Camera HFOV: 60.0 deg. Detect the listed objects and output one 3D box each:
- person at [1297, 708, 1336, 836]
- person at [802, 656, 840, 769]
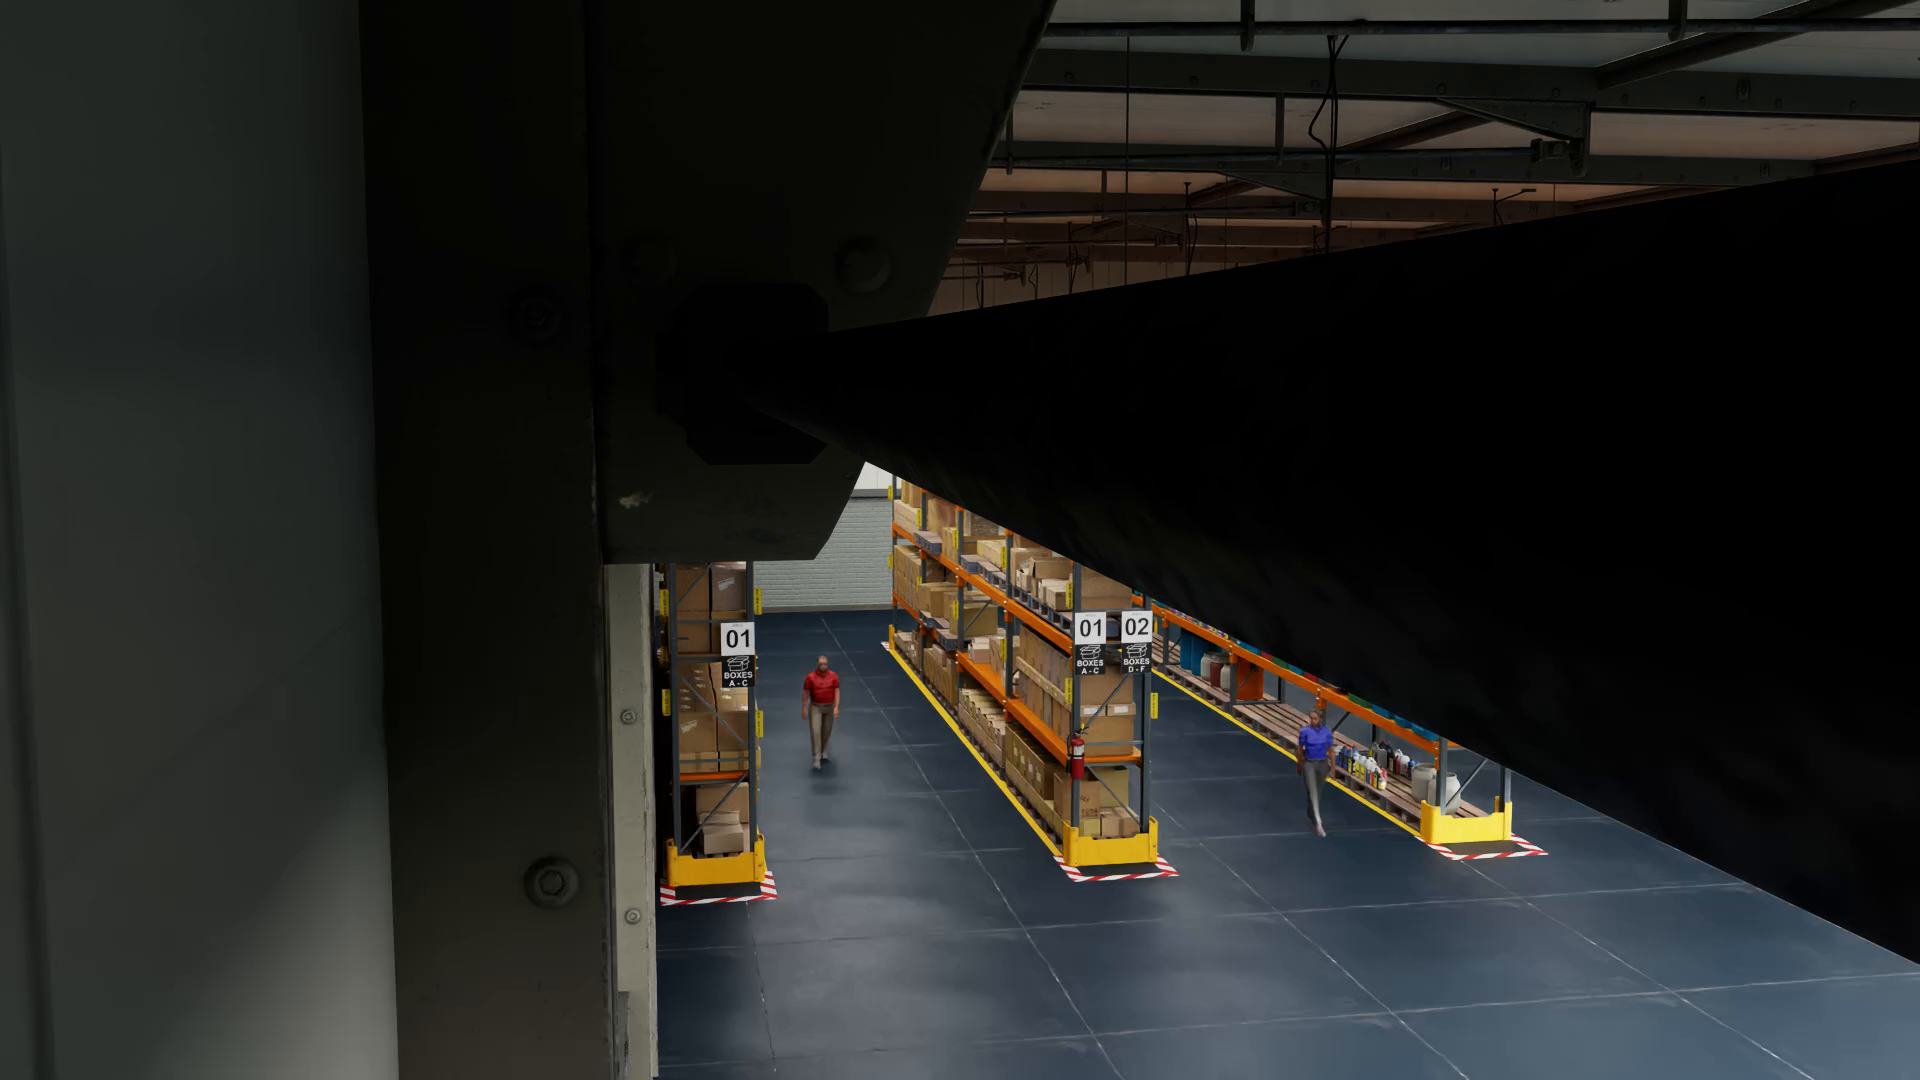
[{"bbox_3d":[4.826,3.084,22.436,0.464,1.633,0.859,-1,6,-6],"label":"person"},{"bbox_3d":[-2.152,2.658,26.056,0.569,1.688,0.911,-2,7,-21],"label":"person"}]
